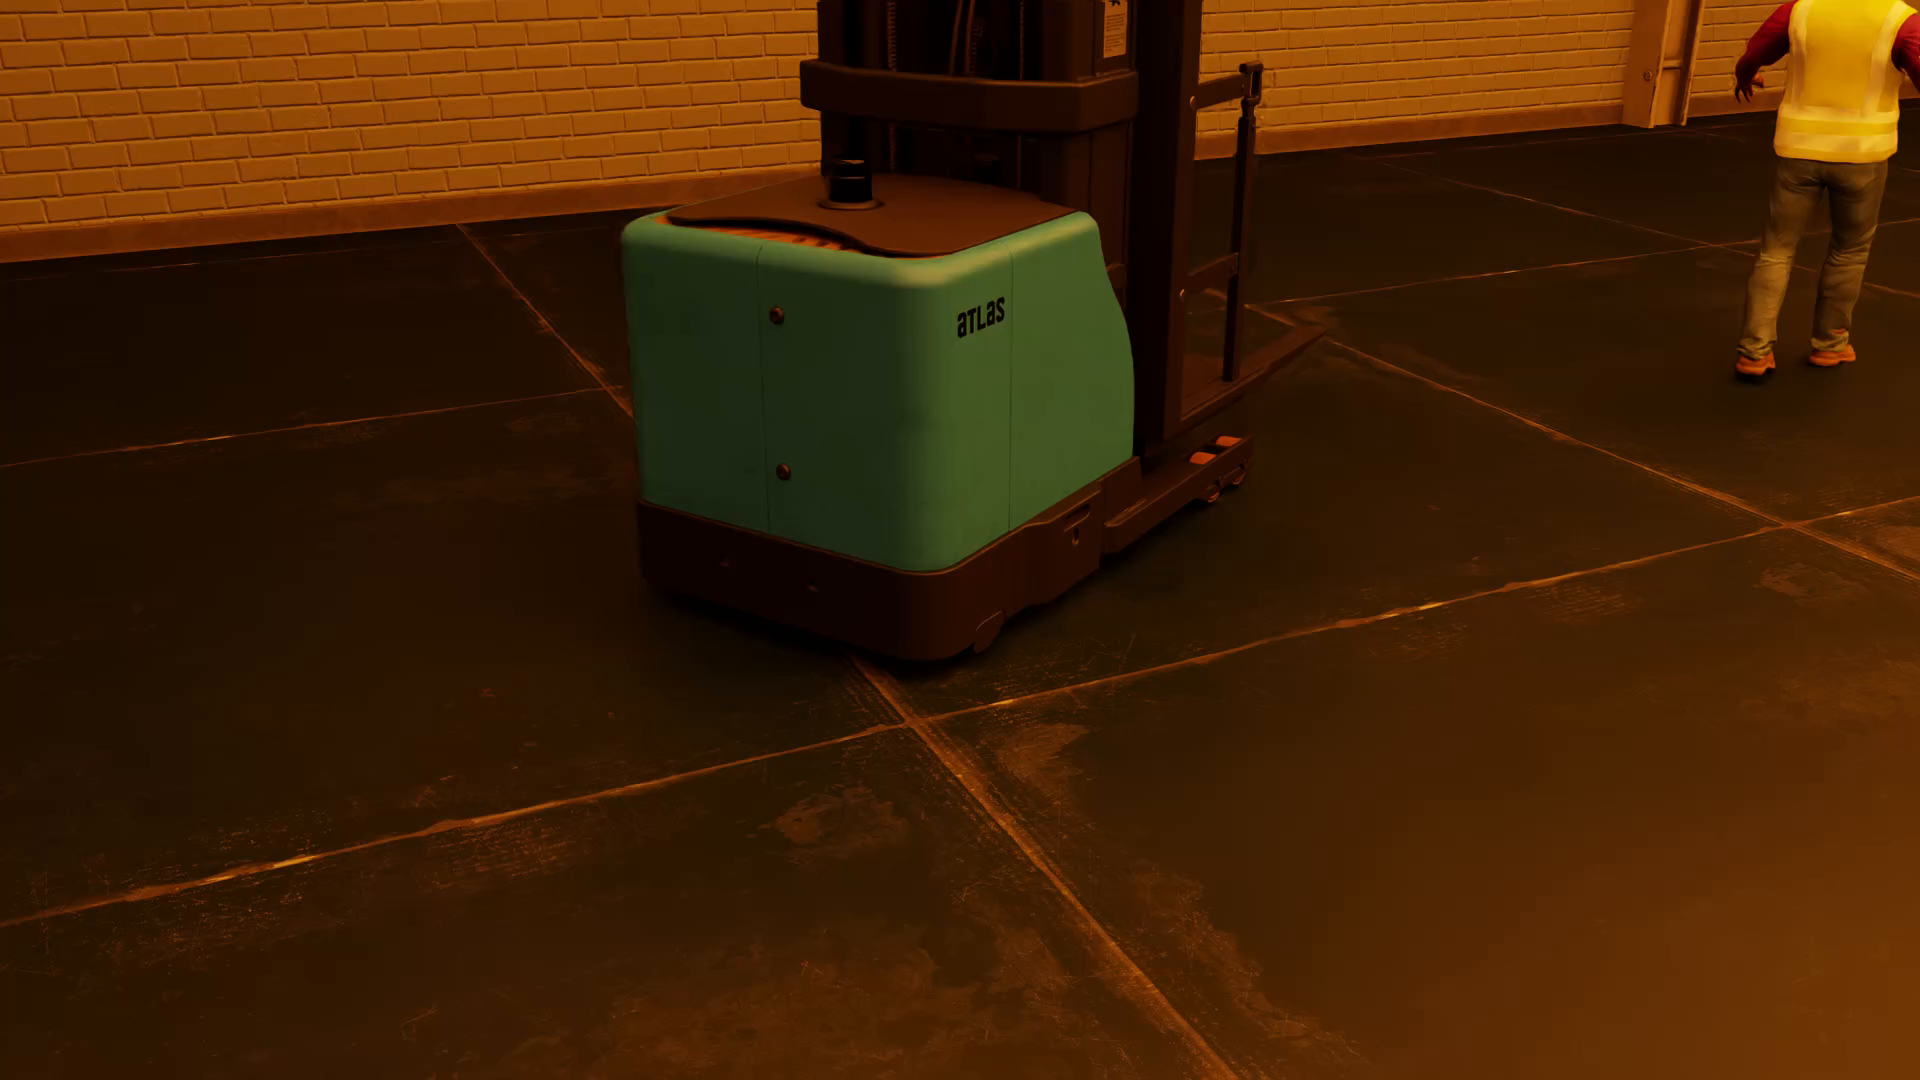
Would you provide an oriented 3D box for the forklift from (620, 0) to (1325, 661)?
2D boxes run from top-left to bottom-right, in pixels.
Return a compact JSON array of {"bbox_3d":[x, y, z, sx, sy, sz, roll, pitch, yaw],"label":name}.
[{"bbox_3d":[0.325,-1.561,5.045,1.130,2.935,3.031,14,26,30],"label":"forklift"}]

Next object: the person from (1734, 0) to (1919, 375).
[{"bbox_3d":[3.442,-1.505,6.476,1.020,1.745,0.765,17,28,35],"label":"person"}]
